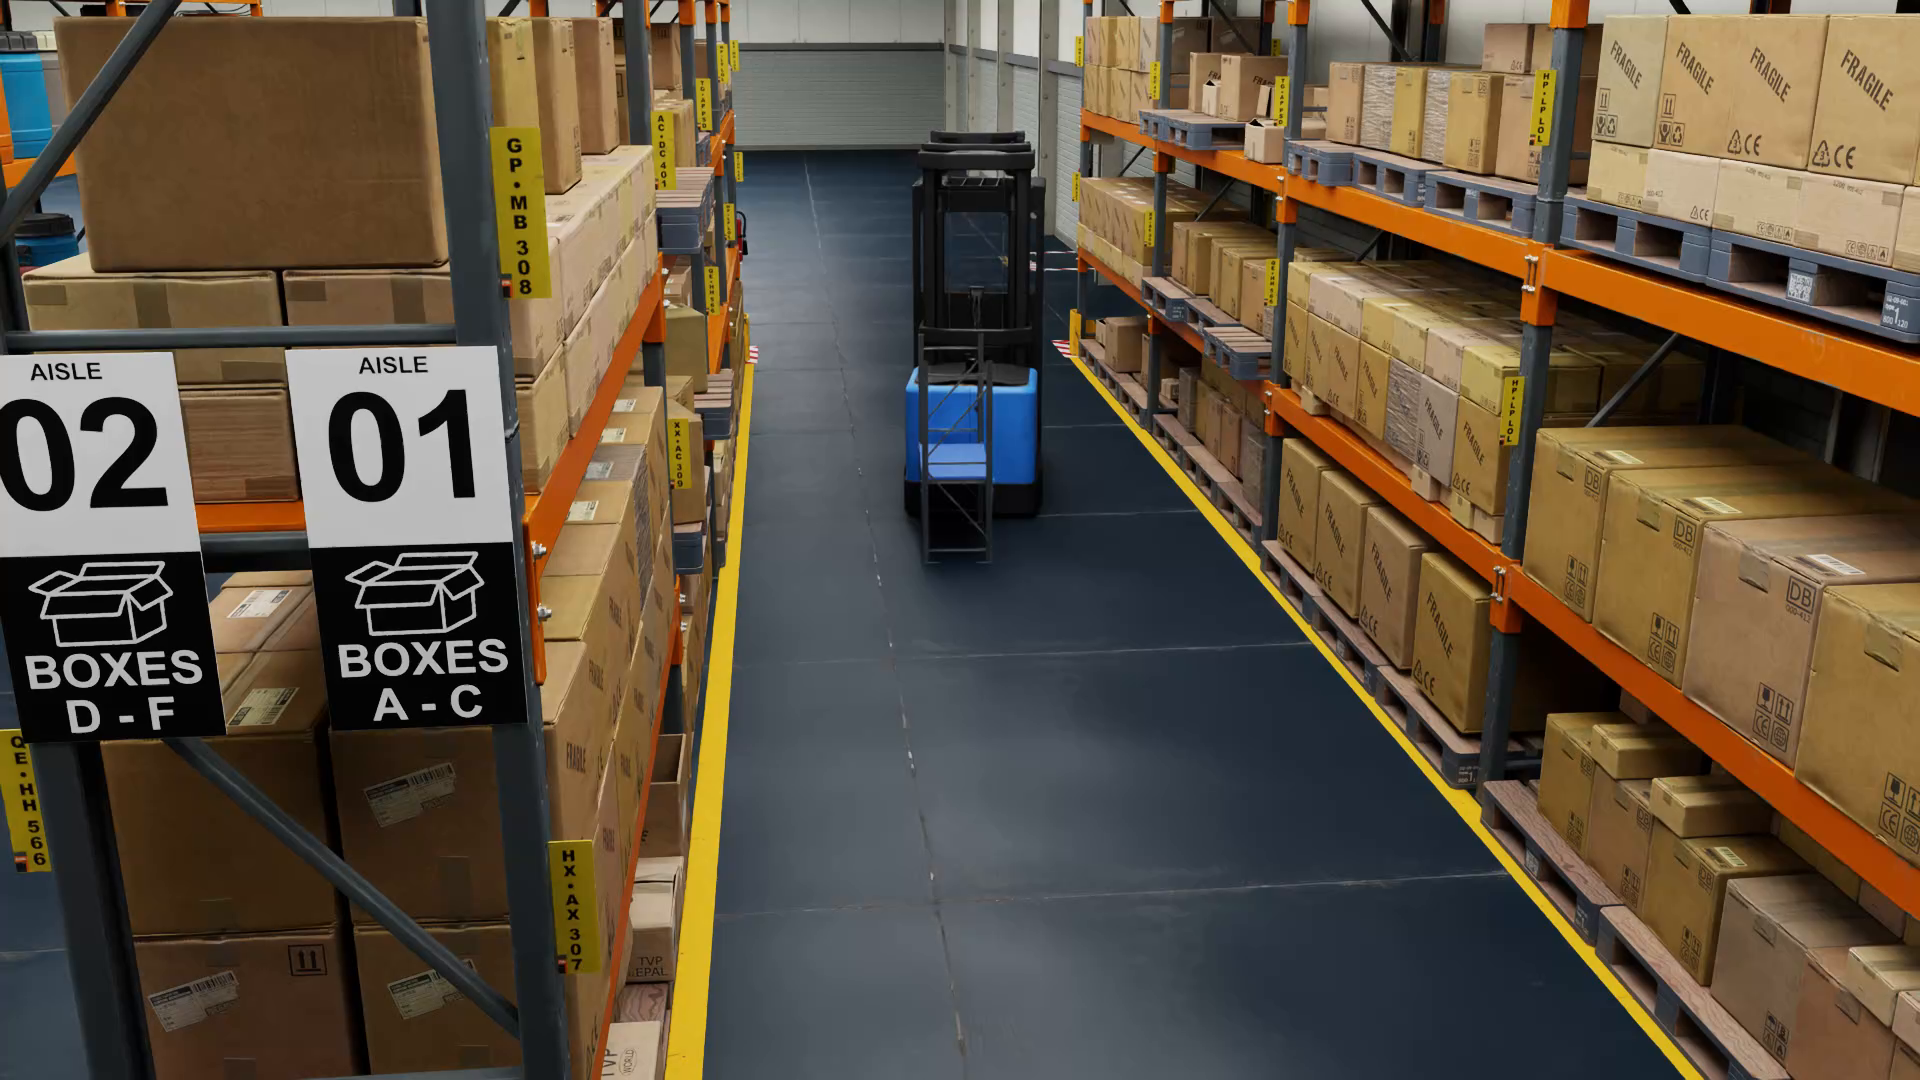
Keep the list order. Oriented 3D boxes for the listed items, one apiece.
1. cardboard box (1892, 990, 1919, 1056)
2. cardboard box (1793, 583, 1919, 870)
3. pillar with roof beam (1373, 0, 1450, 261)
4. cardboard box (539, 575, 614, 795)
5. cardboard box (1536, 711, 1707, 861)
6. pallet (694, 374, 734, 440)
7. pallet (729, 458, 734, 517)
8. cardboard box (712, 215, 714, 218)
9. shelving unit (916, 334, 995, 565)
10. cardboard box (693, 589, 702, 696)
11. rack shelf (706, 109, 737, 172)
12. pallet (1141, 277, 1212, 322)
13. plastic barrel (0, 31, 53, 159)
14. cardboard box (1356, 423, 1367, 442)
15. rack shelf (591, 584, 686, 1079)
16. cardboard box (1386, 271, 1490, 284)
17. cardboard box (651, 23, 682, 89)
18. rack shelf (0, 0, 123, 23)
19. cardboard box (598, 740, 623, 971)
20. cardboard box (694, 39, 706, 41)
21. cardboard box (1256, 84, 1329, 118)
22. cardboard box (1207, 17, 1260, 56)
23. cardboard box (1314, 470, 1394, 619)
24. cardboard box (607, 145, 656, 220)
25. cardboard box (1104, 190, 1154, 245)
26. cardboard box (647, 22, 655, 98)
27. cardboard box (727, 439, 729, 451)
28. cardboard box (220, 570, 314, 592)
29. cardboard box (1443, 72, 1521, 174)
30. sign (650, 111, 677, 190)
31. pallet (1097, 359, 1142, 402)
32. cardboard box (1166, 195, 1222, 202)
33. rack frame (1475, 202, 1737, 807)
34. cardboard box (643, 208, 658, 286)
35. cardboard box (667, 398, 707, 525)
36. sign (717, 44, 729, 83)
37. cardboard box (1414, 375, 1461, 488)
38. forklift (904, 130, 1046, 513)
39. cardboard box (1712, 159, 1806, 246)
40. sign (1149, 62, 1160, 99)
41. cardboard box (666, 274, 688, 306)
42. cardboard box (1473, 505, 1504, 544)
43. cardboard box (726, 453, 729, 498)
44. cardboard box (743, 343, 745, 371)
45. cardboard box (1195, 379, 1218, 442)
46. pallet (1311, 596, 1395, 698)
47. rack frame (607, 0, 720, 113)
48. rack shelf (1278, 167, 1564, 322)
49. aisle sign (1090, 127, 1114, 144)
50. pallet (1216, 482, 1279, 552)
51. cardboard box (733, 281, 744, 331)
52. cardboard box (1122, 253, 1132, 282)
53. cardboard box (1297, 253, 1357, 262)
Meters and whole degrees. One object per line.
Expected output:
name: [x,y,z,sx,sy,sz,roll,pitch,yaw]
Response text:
cardboard box: [3.173,1.528,5.191,0.380,0.149,0.250,-2,18,-6]
cardboard box: [3.390,0.572,5.345,0.980,0.700,0.700,-2,18,-6]
pillar with roof beam: [-0.842,-4.443,11.807,9.100,9.000,0.400,-2,18,-6]
cardboard box: [-1.233,0.417,4.505,0.500,0.500,0.500,-2,18,-5]
cardboard box: [3.102,1.110,7.606,0.700,0.500,0.500,-2,17,-5]
pallet: [-2.073,-0.854,10.711,1.213,0.211,1.003,-2,18,-6]
pallet: [-2.382,-0.425,13.677,1.003,0.211,1.213,-2,18,-6]
cardboard box: [-2.567,-3.085,16.246,0.380,0.149,0.250,-2,18,-7]
shelving unit: [-0.044,-0.696,12.390,0.538,1.500,1.048,-1,17,-3]
cardboard box: [-1.718,0.569,9.295,0.500,0.500,0.500,-2,17,-5]
rack shelf: [-2.832,-4.021,16.671,1.077,0.370,4.000,-2,18,-6]
pallet: [2.236,-2.168,14.895,1.003,0.211,1.213,-2,18,-6]
plastic barrel: [-7.149,-3.321,12.404,0.600,0.901,0.708,-2,18,-6]
cardboard box: [2.678,-0.702,10.291,0.380,0.149,0.250,-2,17,-5]
rack shelf: [-1.594,0.985,5.733,1.077,0.370,4.000,-2,18,-6]
cardboard box: [3.069,-1.575,10.738,0.500,0.250,0.500,-2,18,-7]
cardboard box: [-2.519,-3.901,13.385,0.500,0.500,0.500,0,17,0]
rack shelf: [-7.346,-3.918,12.002,1.077,0.370,4.000,-2,18,-6]
cardboard box: [-1.230,0.896,4.648,0.500,0.500,0.500,-2,18,-6]
cardboard box: [-2.983,-5.105,17.817,0.797,0.503,0.637,-1,17,-2]
cardboard box: [2.673,-3.179,12.582,0.797,0.503,0.637,1,17,2]
cardboard box: [2.535,-4.612,15.482,0.500,0.500,0.500,-1,17,-4]
cardboard box: [2.743,0.010,10.526,0.750,0.750,0.750,-2,18,-6]
cardboard box: [-1.480,-1.416,6.586,0.500,0.250,0.500,-2,18,-6]
cardboard box: [1.792,-3.373,17.377,0.500,0.500,0.500,-1,17,-4]
cardboard box: [-2.174,-2.971,10.290,0.500,0.500,0.500,-2,18,-6]
cardboard box: [-2.141,-0.928,13.580,0.500,0.311,0.500,-2,18,-6]
cardboard box: [-1.818,0.284,4.928,0.500,0.500,0.500,-1,17,-4]
cardboard box: [3.023,-2.226,8.852,0.700,0.500,0.500,-2,18,-7]
sign: [-1.261,-1.651,7.057,0.100,0.325,0.005,-2,18,-6]
pallet: [2.068,-1.725,17.818,1.003,0.211,1.213,-2,18,-6]
cardboard box: [2.365,-3.237,16.944,0.500,0.500,0.500,-1,17,-4]
rack frame: [3.127,-0.108,8.014,1.000,3.000,0.127,-2,18,-6]
cardboard box: [-1.486,-1.177,6.661,0.500,0.250,0.500,-2,18,-6]
cardboard box: [-1.627,-0.350,7.917,0.700,0.500,0.500,-8,19,-24]
sign: [-2.087,-4.185,14.604,0.100,0.325,0.005,-2,18,-6]
cardboard box: [2.766,-0.589,8.848,0.500,0.500,0.500,-2,18,-5]
forklift: [0.167,-1.998,14.149,1.130,2.935,3.031,1,17,3]
cardboard box: [3.034,-1.197,5.856,0.500,0.250,0.500,-2,18,-7]
sign: [1.763,-4.150,15.019,0.100,0.325,0.005,-2,18,-6]
cardboard box: [-2.456,-1.850,13.394,0.500,0.500,0.500,-2,18,-6]
cardboard box: [2.810,-0.090,8.342,0.380,0.149,0.250,-2,18,-5]
cardboard box: [-2.087,-0.504,13.164,0.500,0.250,0.500,-2,18,-7]
cardboard box: [-2.572,-1.970,17.832,0.500,0.250,0.500,-2,18,-6]
cardboard box: [2.497,-1.138,14.732,0.700,0.500,0.500,-2,18,-7]
pallet: [2.843,0.630,10.317,1.003,0.211,1.213,-2,18,-6]
rack frame: [-2.625,-5.200,14.216,1.000,3.000,0.127,-2,18,-6]
rack shelf: [2.920,-1.792,9.570,1.077,0.370,4.000,-2,18,-6]
aisle sign: [1.583,-4.936,19.051,0.394,0.787,0.004,-2,18,-6]
pallet: [2.635,-0.202,12.969,1.003,0.211,1.213,-2,18,-6]
cardboard box: [-2.687,-2.625,18.668,0.500,0.500,0.500,-2,18,-6]
cardboard box: [1.908,-2.710,16.519,0.500,0.250,0.500,-2,18,-5]
cardboard box: [2.649,-1.969,11.956,0.380,0.149,0.250,-4,18,-13]
